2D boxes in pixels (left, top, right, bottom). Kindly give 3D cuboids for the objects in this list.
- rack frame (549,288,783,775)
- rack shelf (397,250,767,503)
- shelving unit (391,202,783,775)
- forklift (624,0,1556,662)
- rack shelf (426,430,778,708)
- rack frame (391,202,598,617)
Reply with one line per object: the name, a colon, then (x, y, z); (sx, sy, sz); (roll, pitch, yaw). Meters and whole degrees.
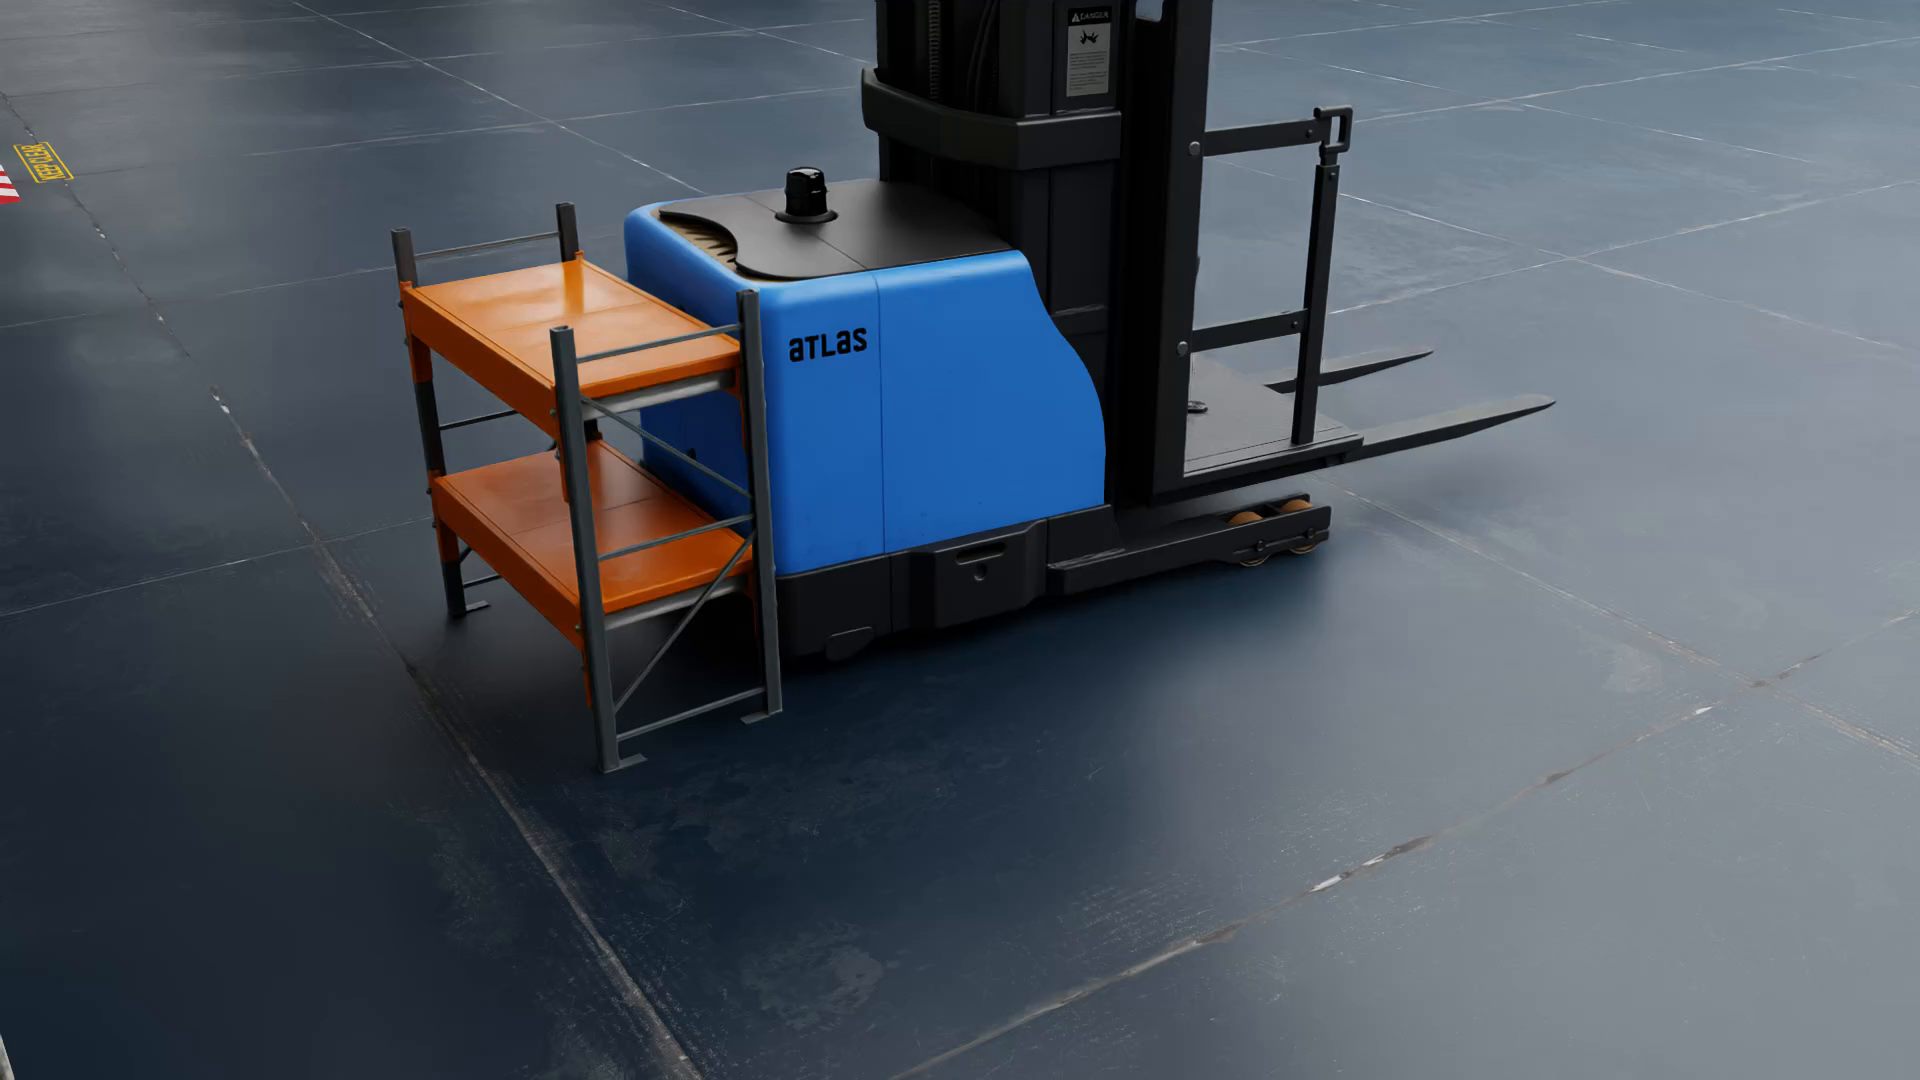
rack frame: (-0.672, -0.005, 3.941); (0.500, 1.125, 0.032); (-17, 30, -32)
rack shelf: (-0.971, -0.445, 4.188); (0.538, 0.278, 1.000); (-17, 30, -32)
shelving unit: (-0.970, -0.181, 4.313); (0.538, 1.125, 1.048); (-17, 30, -32)
forklift: (0.570, -1.428, 4.842); (3.031, 2.935, 1.130); (-13, 28, -25)
rack shelf: (-0.970, 0.040, 4.418); (0.538, 0.278, 1.000); (-17, 30, -32)
rack frame: (-1.268, -0.357, 4.685); (0.500, 1.125, 0.032); (-17, 30, -32)
